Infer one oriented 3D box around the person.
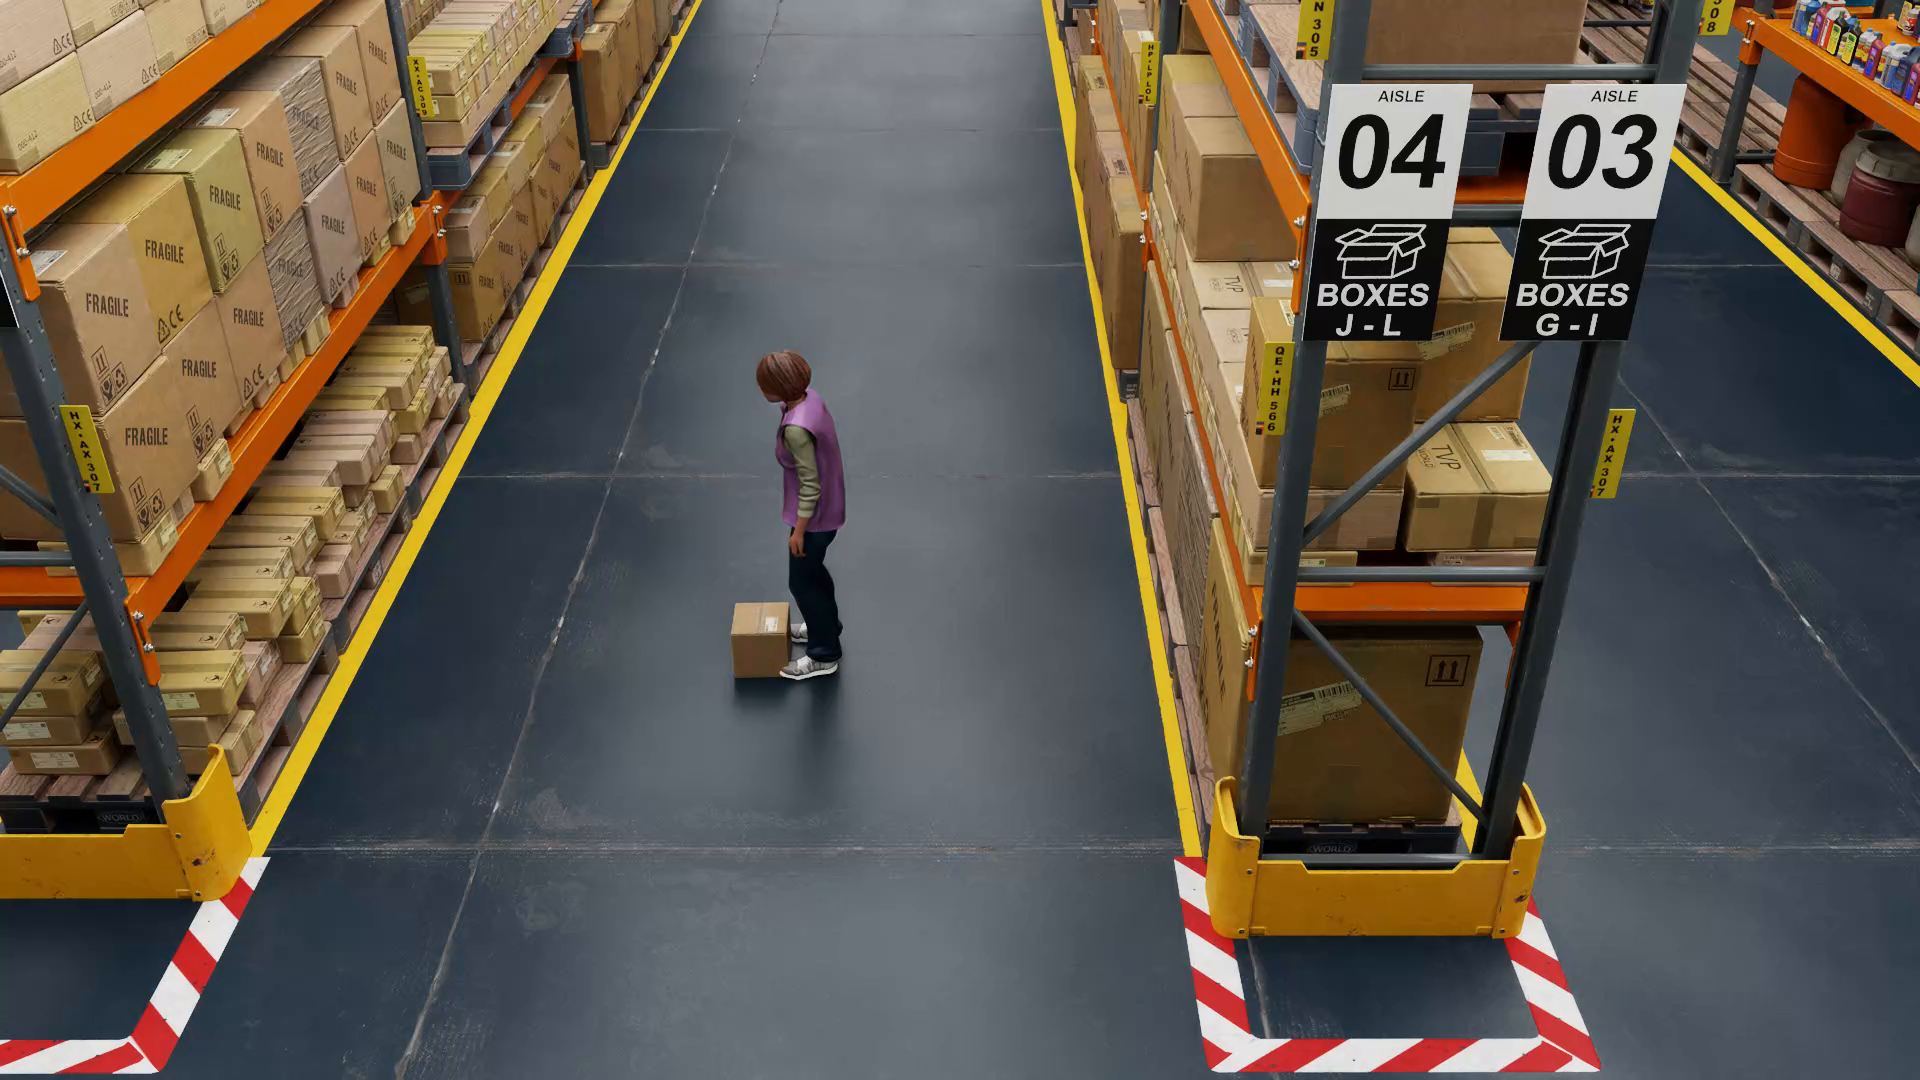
[{"bbox_3d":[-0.673,-0.114,7.329,0.348,1.592,0.465,0,32,-1],"label":"person"}]
